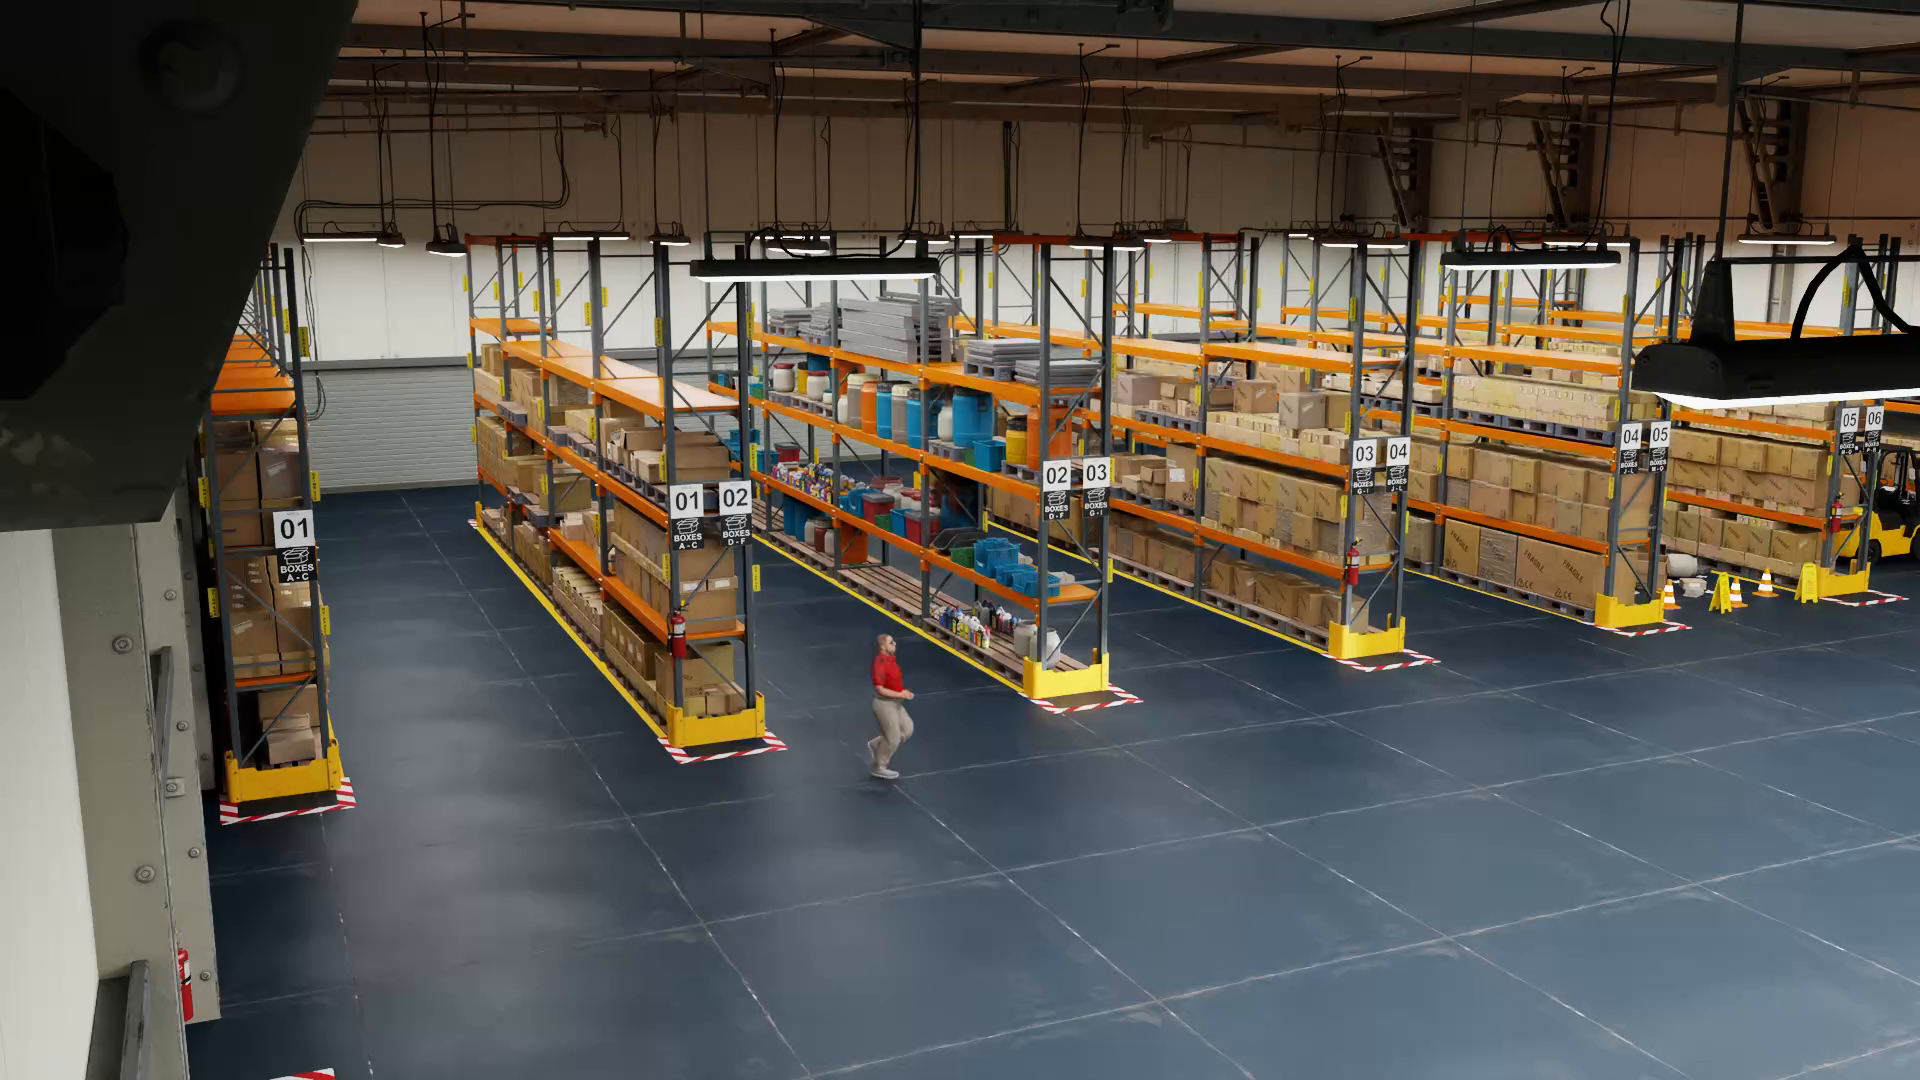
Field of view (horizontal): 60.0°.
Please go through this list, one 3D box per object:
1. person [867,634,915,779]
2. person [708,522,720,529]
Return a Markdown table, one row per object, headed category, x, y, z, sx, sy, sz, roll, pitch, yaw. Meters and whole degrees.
| category | x | y | z | sx | sy | sz | roll | pitch | yaw |
| --- | --- | --- | --- | --- | --- | --- | --- | --- | --- |
| person | -0.790 | 1.890 | 18.983 | 0.584 | 1.686 | 0.658 | 1 | 11 | 7 |
| person | -4.546 | -0.356 | 30.746 | 0.581 | 1.694 | 0.765 | -4 | 12 | -19 |
